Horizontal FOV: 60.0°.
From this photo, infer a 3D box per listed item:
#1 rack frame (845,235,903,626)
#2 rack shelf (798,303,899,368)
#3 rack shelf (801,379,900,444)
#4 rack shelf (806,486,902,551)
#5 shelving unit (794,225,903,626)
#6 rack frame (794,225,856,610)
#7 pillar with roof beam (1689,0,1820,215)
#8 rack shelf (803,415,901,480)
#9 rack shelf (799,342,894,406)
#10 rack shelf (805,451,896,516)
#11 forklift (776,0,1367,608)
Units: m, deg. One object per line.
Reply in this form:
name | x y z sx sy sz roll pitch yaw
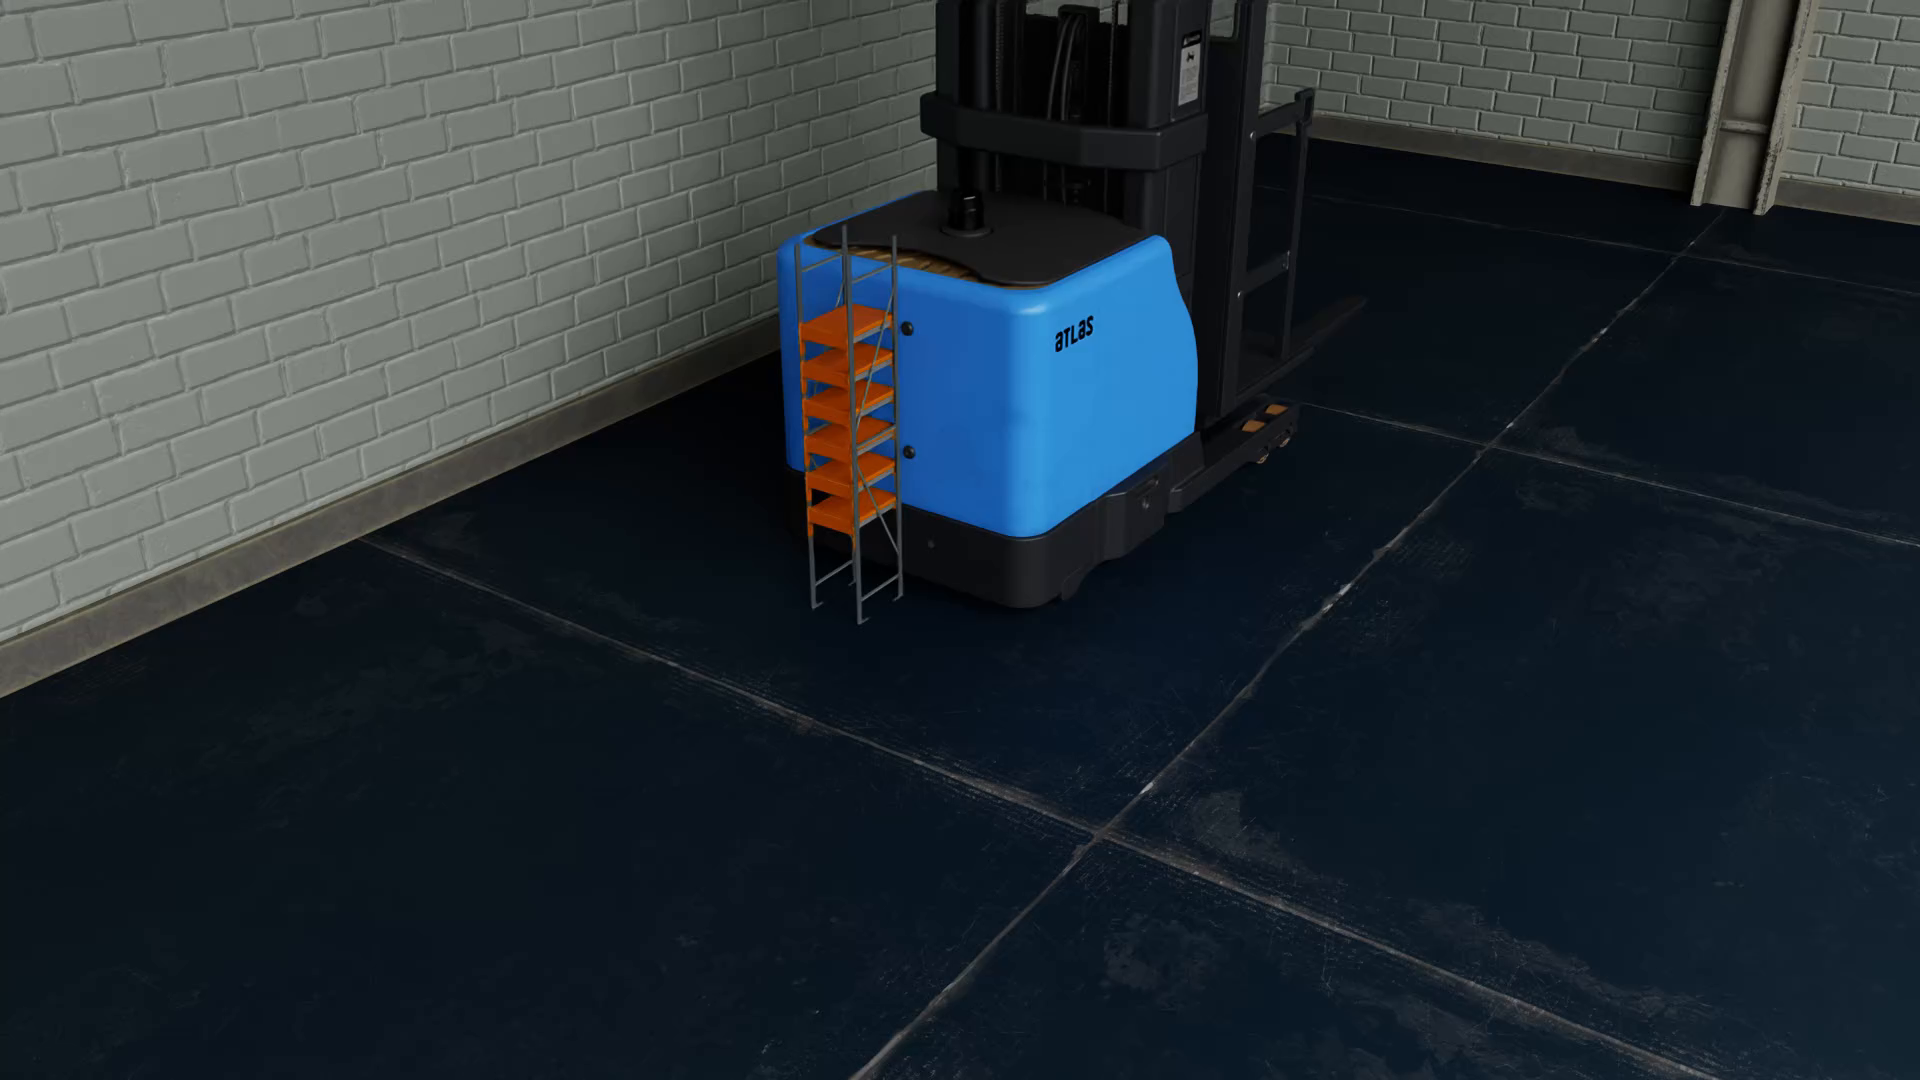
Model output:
rack frame | -0.254 -0.310 5.037 0.006 1.200 0.240 17 31 30
rack shelf | -0.330 -0.615 4.939 0.180 0.103 0.258 17 31 30
rack shelf | -0.330 -0.401 5.048 0.180 0.103 0.258 17 31 30
rack shelf | -0.330 -0.080 5.211 0.180 0.103 0.258 17 31 30
shelving unit | -0.330 -0.333 5.082 0.189 1.200 0.258 17 31 30
rack frame | -0.406 -0.356 5.127 0.006 1.200 0.240 17 31 30
pillar with roof beam | 1.991 -4.330 4.337 0.400 9.000 9.100 17 32 30
rack shelf | -0.330 -0.294 5.102 0.180 0.103 0.258 17 31 30
rack shelf | -0.330 -0.508 4.993 0.180 0.103 0.258 17 31 30
rack shelf | -0.330 -0.187 5.157 0.180 0.103 0.258 17 31 30
forklift | 0.661 -1.708 5.875 1.130 2.935 3.031 18 32 31
